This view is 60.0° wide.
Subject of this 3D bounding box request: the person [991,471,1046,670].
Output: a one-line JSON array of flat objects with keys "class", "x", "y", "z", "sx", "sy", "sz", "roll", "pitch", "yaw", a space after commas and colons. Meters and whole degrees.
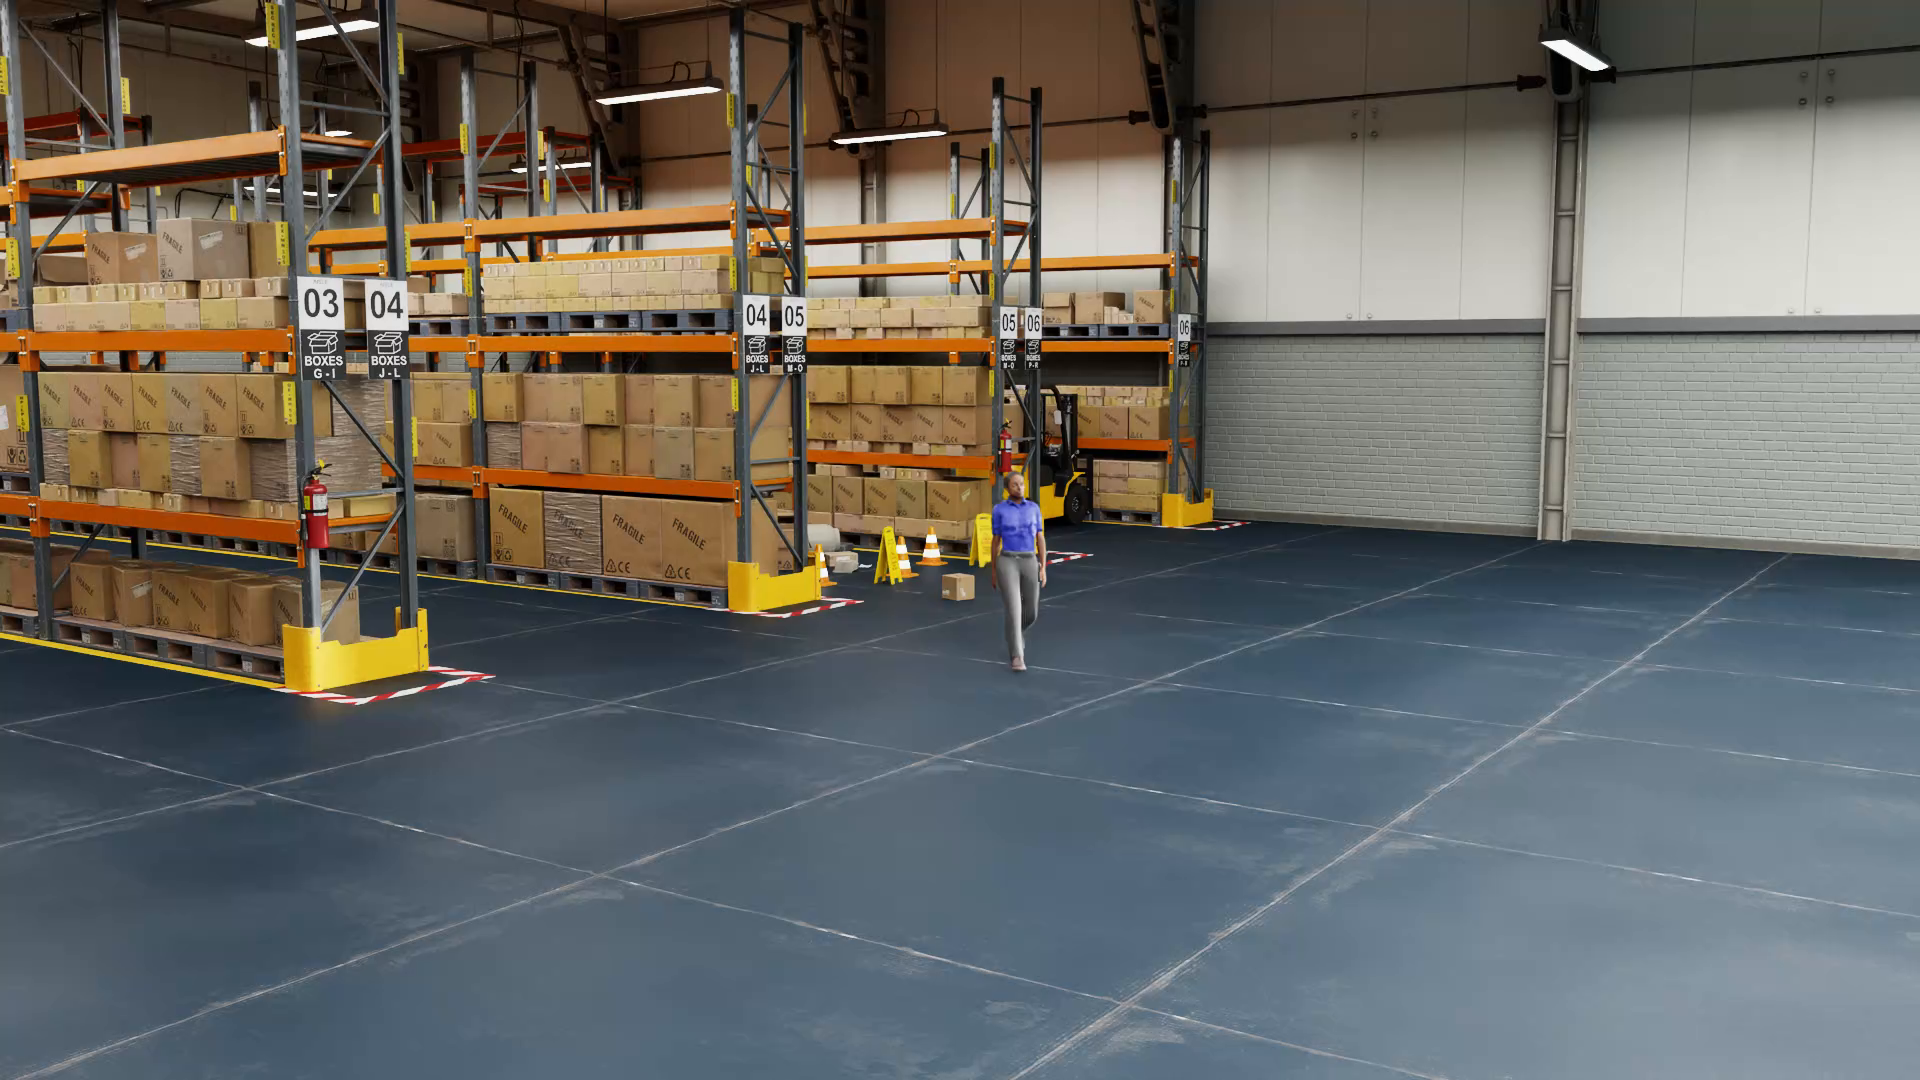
[{"class": "person", "x": 0.487, "y": 0.227, "z": 13.930, "sx": 0.455, "sy": 1.620, "sz": 0.838, "roll": -1, "pitch": 7, "yaw": -12}]
